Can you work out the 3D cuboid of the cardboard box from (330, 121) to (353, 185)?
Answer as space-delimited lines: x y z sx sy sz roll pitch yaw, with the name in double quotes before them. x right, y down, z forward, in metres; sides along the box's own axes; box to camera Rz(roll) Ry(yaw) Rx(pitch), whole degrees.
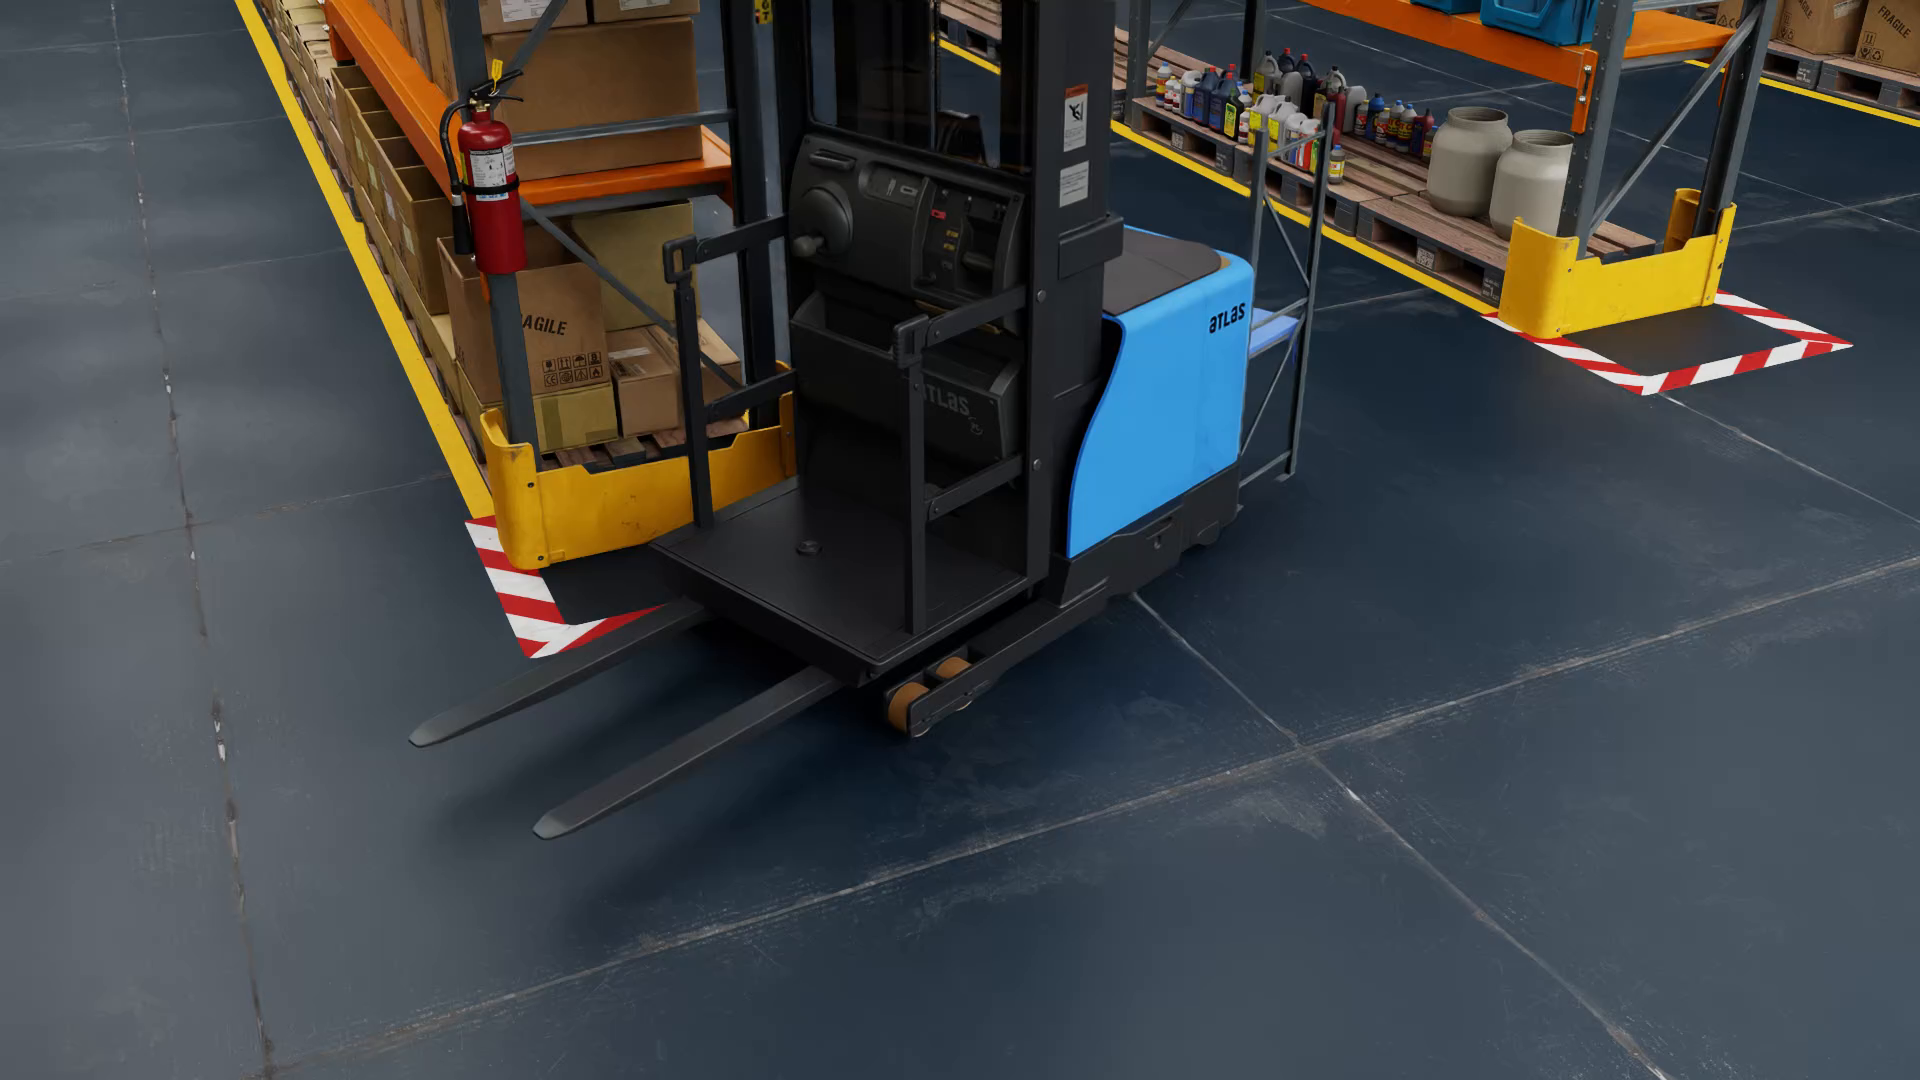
"cardboard box" -3.327 -2.270 9.613 0.500 0.250 0.500 -13 32 -22

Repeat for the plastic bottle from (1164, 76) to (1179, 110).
"plastic bottle" 1.373 -2.896 10.758 0.097 0.201 0.097 0 29 0

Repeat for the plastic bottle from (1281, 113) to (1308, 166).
"plastic bottle" 1.978 -2.337 9.685 0.152 0.276 0.135 -14 32 -23

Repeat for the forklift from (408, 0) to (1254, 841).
"forklift" -0.320 -0.949 4.946 1.130 2.935 3.031 24 37 36

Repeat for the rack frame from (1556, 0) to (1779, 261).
"rack frame" 3.305 -2.435 7.526 1.000 3.000 0.127 -13 32 -22

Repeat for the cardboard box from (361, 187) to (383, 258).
"cardboard box" -2.752 -1.657 8.520 0.500 0.250 0.500 -13 32 -22

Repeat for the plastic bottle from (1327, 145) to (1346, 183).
"plastic bottle" 2.121 -2.126 9.385 0.097 0.201 0.097 0 29 0

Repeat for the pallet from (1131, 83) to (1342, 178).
"pallet" 1.839 -2.680 10.814 1.003 0.211 1.213 -13 32 -22

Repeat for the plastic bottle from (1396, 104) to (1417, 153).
"plastic bottle" 2.661 -2.455 9.900 0.097 0.271 0.097 0 29 0

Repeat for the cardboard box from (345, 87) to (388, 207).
"cardboard box" -2.749 -1.985 8.338 0.500 0.500 0.500 -13 32 -22

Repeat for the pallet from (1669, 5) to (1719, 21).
"pallet" 5.726 -4.369 13.826 1.003 0.211 1.213 -13 32 -22

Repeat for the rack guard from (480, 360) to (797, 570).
"rack guard" -1.160 -0.296 6.266 1.175 0.500 0.348 -13 32 -22

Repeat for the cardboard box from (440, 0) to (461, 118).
"cardboard box" -1.589 -1.880 6.434 0.700 0.500 0.500 -12 32 -21

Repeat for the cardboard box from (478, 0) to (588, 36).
"cardboard box" -1.506 -1.852 5.721 0.380 0.149 0.250 -14 32 -23

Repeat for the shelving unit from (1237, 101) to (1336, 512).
"shelving unit" 0.796 -0.997 6.494 1.048 1.500 0.538 23 36 34

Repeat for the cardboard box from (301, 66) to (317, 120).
"cardboard box" -3.980 -2.945 10.816 0.500 0.250 0.500 -12 32 -21

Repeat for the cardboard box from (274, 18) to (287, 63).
"cardboard box" -4.645 -3.621 12.023 0.500 0.250 0.500 -13 32 -22

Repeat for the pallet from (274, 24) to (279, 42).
"pallet" -4.891 -4.052 13.260 1.003 0.211 1.213 -13 32 -22

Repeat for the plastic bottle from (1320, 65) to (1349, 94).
"plastic bottle" 2.346 -2.787 10.412 0.144 0.351 0.185 -13 32 -22

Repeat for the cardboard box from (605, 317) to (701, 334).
"cardboard box" -1.417 -0.884 7.142 0.500 0.250 0.500 -13 32 -22

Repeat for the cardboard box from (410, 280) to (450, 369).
"cardboard box" -2.109 -0.994 7.338 0.500 0.250 0.500 -13 32 -22

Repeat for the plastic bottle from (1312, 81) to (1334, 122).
"plastic bottle" 2.264 -2.725 10.370 0.061 0.283 0.133 -13 32 -22

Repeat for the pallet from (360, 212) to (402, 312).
"pallet" -2.584 -1.587 8.865 1.003 0.211 1.213 -13 32 -22

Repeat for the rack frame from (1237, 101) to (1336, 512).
"rack frame" 1.183 -0.836 6.207 0.032 1.500 0.500 23 36 34

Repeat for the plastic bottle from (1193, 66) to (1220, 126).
"plastic bottle" 1.560 -2.795 10.426 0.144 0.351 0.185 -12 32 -21

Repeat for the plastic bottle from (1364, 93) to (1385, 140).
"plastic bottle" 2.531 -2.588 10.139 0.097 0.271 0.097 0 29 0

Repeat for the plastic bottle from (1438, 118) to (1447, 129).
"plastic bottle" 2.808 -2.303 9.630 0.097 0.271 0.097 0 29 0

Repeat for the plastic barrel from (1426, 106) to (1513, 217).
"plastic barrel" 2.739 -2.029 8.916 0.421 0.512 0.421 0 29 0

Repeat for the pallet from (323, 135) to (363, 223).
"pallet" -3.239 -2.265 10.073 1.003 0.211 1.213 -13 32 -22

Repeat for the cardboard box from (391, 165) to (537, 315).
"cardboard box" -2.111 -1.321 7.154 0.500 0.500 0.500 -13 32 -22

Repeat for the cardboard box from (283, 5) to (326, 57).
"cardboard box" -4.195 -3.410 11.073 0.500 0.311 0.500 -14 32 -23

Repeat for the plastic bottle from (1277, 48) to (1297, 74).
"plastic bottle" 2.125 -3.015 10.818 0.144 0.351 0.185 -14 32 -23

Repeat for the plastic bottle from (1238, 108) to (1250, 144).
"plastic bottle" 1.741 -2.516 10.082 0.097 0.201 0.097 0 29 0

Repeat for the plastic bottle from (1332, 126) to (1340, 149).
"plastic bottle" 2.133 -2.301 9.614 0.061 0.283 0.133 -13 32 -22

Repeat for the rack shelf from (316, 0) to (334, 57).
"rack shelf" -3.746 -3.733 10.577 1.077 0.370 4.000 -13 32 -22

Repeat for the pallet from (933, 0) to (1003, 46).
"pallet" 0.168 -4.402 13.885 1.003 0.211 1.213 -13 32 -22

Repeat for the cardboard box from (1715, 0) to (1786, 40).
"cardboard box" 6.197 -4.150 12.710 0.500 0.500 0.500 -14 32 -23

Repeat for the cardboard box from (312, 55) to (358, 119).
"cardboard box" -3.549 -2.739 9.877 0.500 0.311 0.500 -12 32 -21

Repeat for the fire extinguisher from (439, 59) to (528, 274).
"fire extinguisher" -1.539 -1.213 5.426 0.296 0.674 0.183 -13 32 -22

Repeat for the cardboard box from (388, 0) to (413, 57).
"cardboard box" -2.247 -2.559 7.644 0.700 0.500 0.500 -13 32 -21

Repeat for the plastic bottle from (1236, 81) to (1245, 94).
"plastic bottle" 1.731 -2.722 10.376 0.097 0.271 0.097 0 29 0

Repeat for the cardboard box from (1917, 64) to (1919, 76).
"cardboard box" 6.986 -3.385 11.346 0.500 0.500 0.500 -10 31 -17

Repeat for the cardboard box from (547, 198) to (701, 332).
"cardboard box" -1.416 -1.212 6.959 0.500 0.500 0.500 -13 32 -22
